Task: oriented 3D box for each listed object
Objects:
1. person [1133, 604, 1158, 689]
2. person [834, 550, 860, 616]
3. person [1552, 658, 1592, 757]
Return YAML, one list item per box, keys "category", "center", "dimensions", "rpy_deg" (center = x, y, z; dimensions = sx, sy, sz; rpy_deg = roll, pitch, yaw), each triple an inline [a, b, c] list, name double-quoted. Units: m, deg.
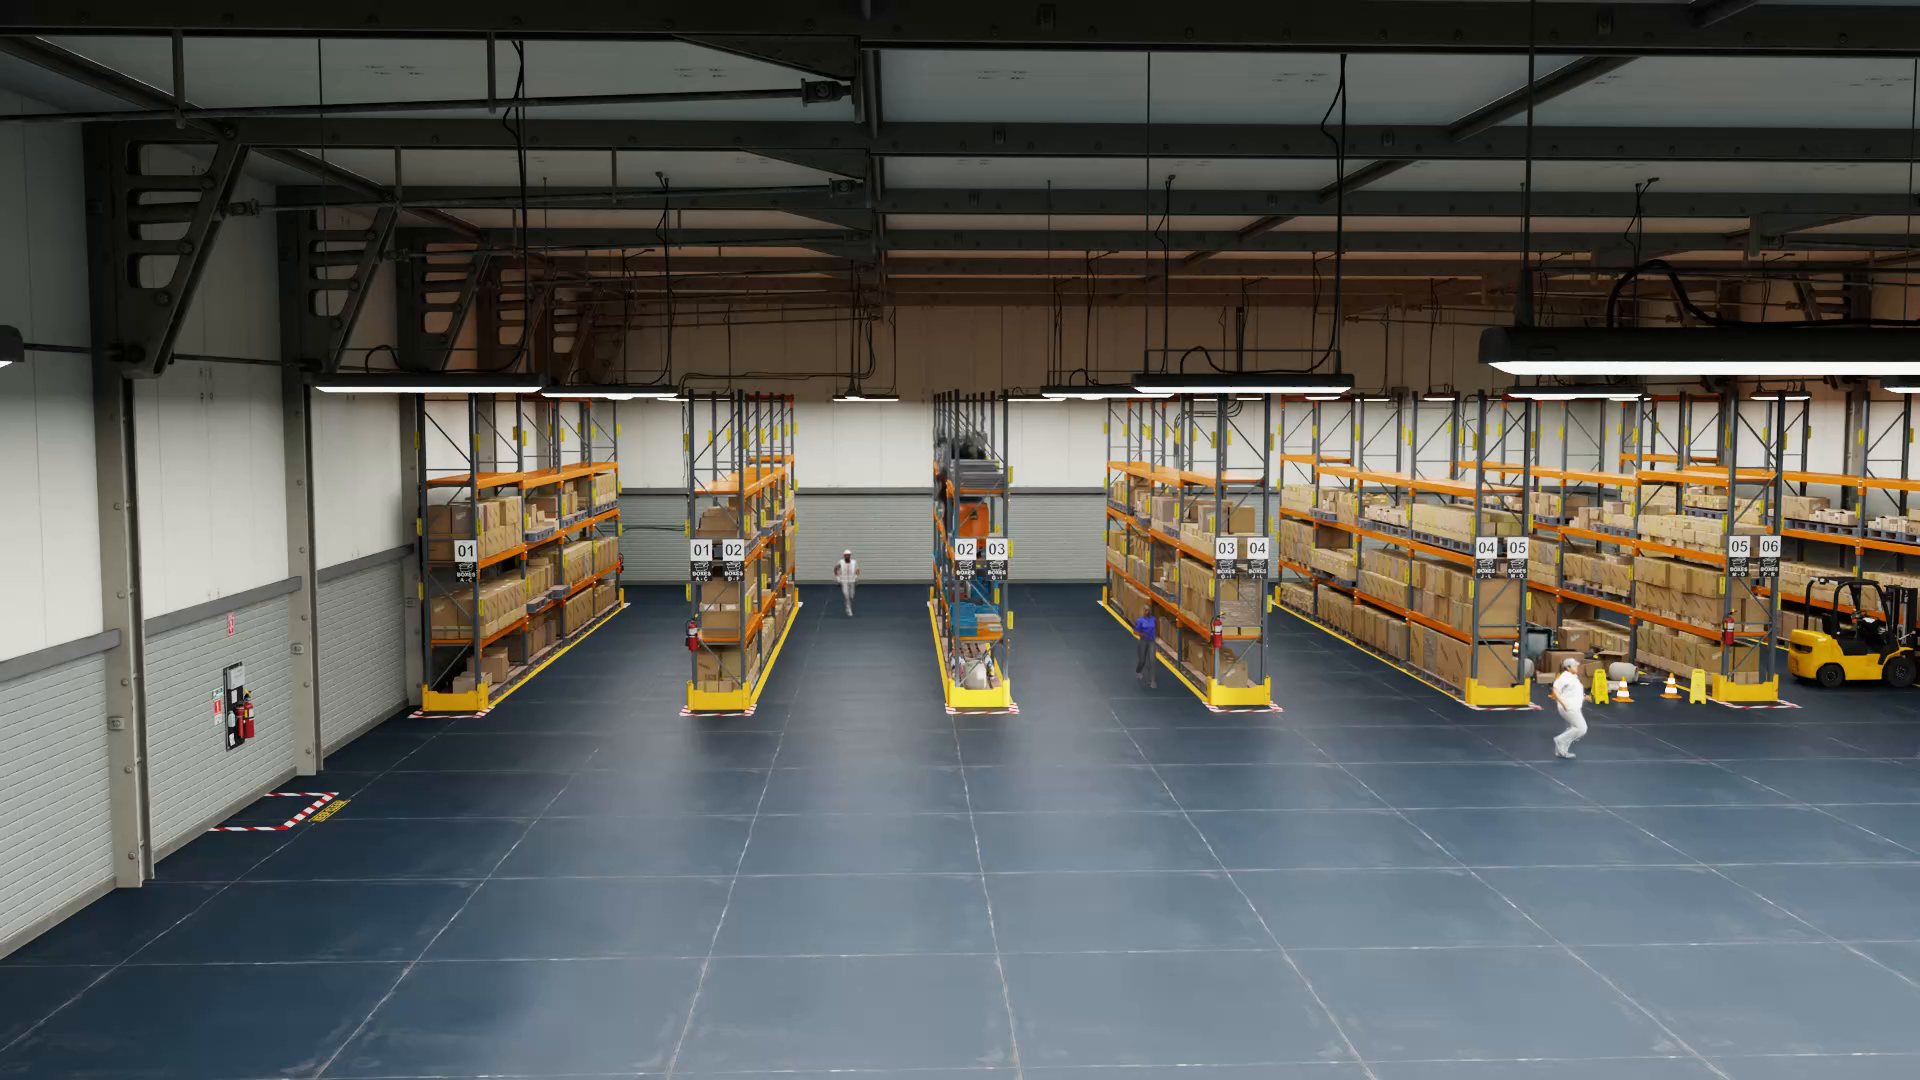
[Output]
- category: "person"
  center: [3.783, 2.139, 33.725]
  dimensions: [0.579, 1.645, 0.923]
  rpy_deg: [-1, 5, -11]
- category: "person"
  center: [-3.075, 1.159, 45.306]
  dimensions: [0.704, 1.778, 0.848]
  rpy_deg: [-1, 5, -15]
- category: "person"
  center: [9.910, 2.718, 26.873]
  dimensions: [0.556, 1.620, 0.606]
  rpy_deg: [3, 6, 34]
